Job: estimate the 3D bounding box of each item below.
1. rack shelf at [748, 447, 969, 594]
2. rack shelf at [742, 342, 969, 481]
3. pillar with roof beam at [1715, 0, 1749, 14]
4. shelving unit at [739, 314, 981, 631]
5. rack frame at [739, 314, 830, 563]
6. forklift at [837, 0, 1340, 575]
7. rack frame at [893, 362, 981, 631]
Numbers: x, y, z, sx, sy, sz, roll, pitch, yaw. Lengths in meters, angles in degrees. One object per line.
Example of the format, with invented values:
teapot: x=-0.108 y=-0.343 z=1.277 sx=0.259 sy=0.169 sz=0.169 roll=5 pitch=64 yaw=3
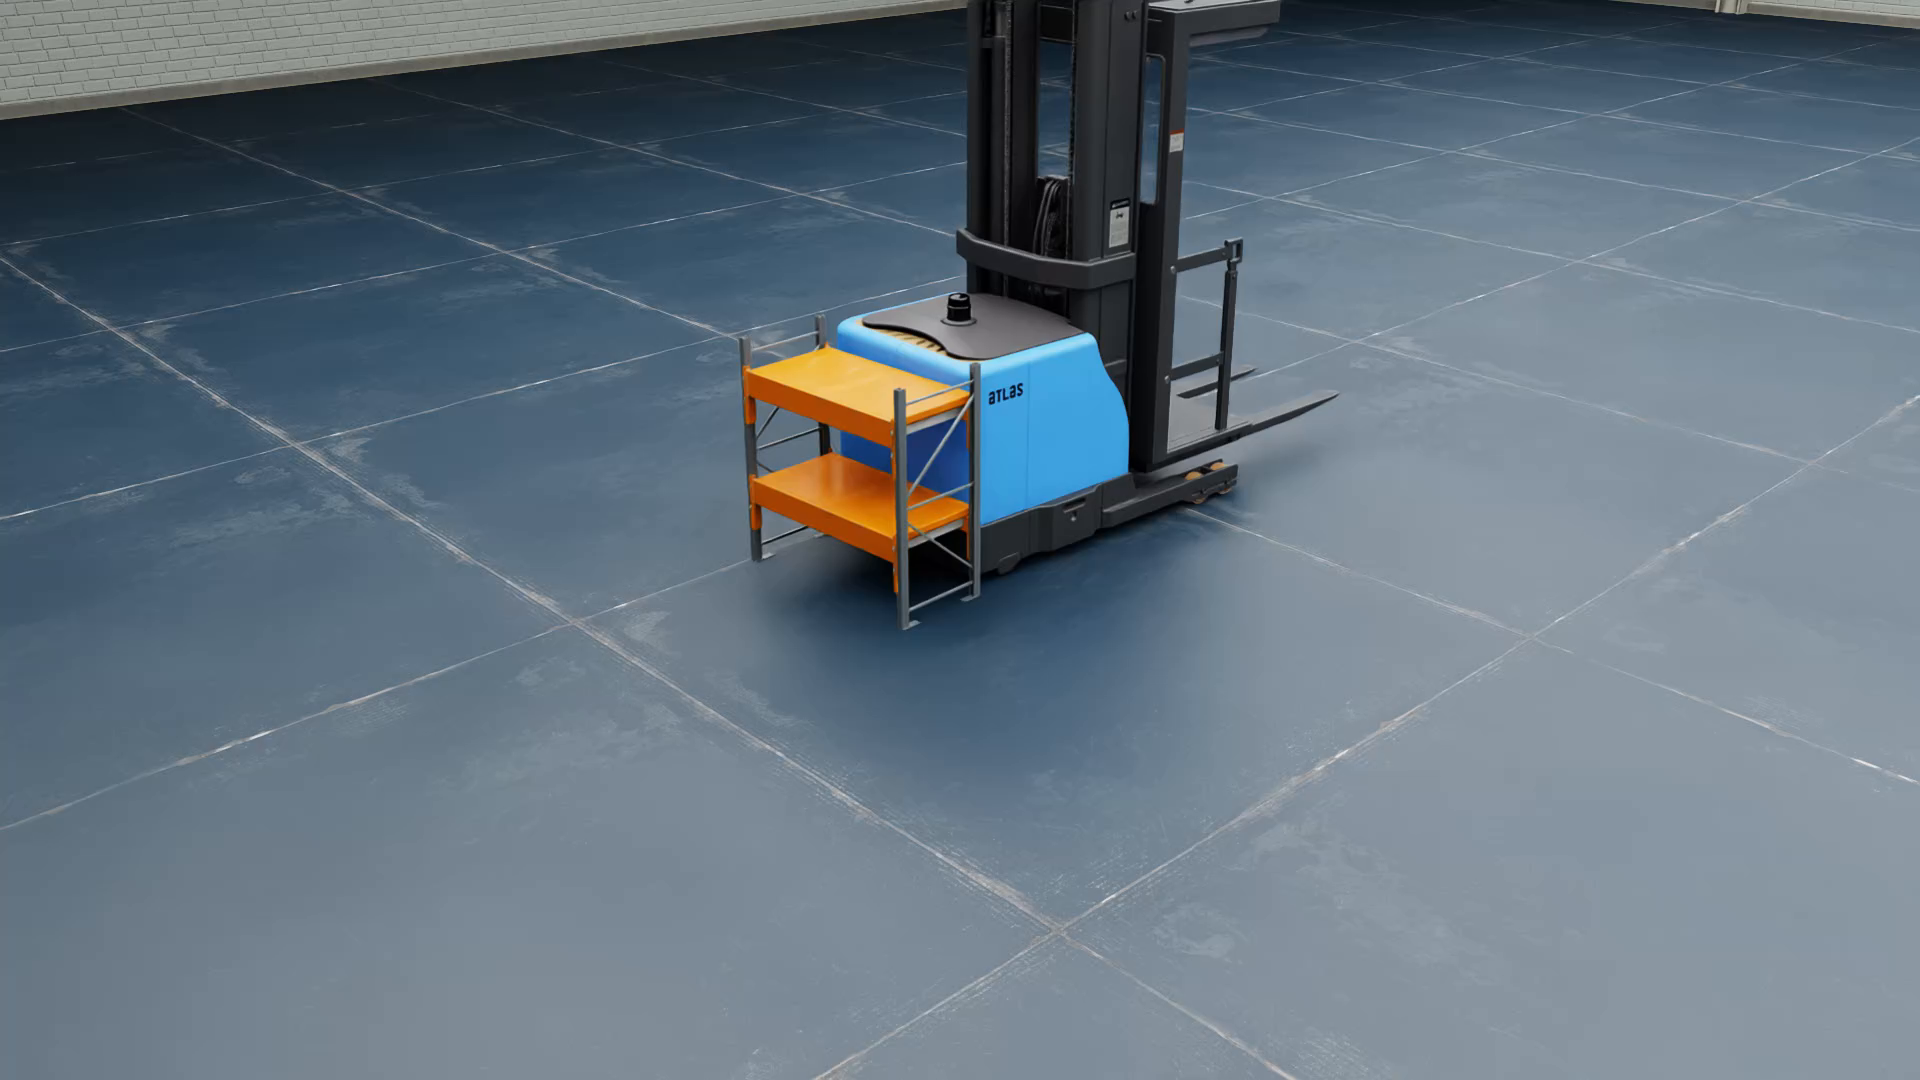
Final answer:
rack shelf: x=-0.457 y=-0.110 z=7.725 sx=1.000 sy=0.278 sz=0.538 roll=22 pitch=32 yaw=39
rack shelf: x=-0.457 y=-0.599 z=7.502 sx=1.000 sy=0.278 sz=0.538 roll=22 pitch=32 yaw=39
pillar with roof beam: x=9.410 y=-11.464 z=22.538 sx=9.100 sy=9.000 sz=0.400 roll=-21 pitch=32 yaw=-38
shelving unit: x=-0.457 y=-0.332 z=7.623 sx=1.048 sy=1.125 sz=0.538 roll=22 pitch=32 yaw=39
rack frame: x=-0.821 y=-0.480 z=7.946 sx=0.032 sy=1.125 sz=0.500 roll=22 pitch=32 yaw=39
forklift: x=0.832 y=-1.667 z=8.372 sx=3.031 sy=2.935 sz=1.130 roll=-20 pitch=31 yaw=-37
rack frame: x=-0.092 y=-0.185 z=7.301 sx=0.032 sy=1.125 sz=0.500 roll=22 pitch=32 yaw=39
